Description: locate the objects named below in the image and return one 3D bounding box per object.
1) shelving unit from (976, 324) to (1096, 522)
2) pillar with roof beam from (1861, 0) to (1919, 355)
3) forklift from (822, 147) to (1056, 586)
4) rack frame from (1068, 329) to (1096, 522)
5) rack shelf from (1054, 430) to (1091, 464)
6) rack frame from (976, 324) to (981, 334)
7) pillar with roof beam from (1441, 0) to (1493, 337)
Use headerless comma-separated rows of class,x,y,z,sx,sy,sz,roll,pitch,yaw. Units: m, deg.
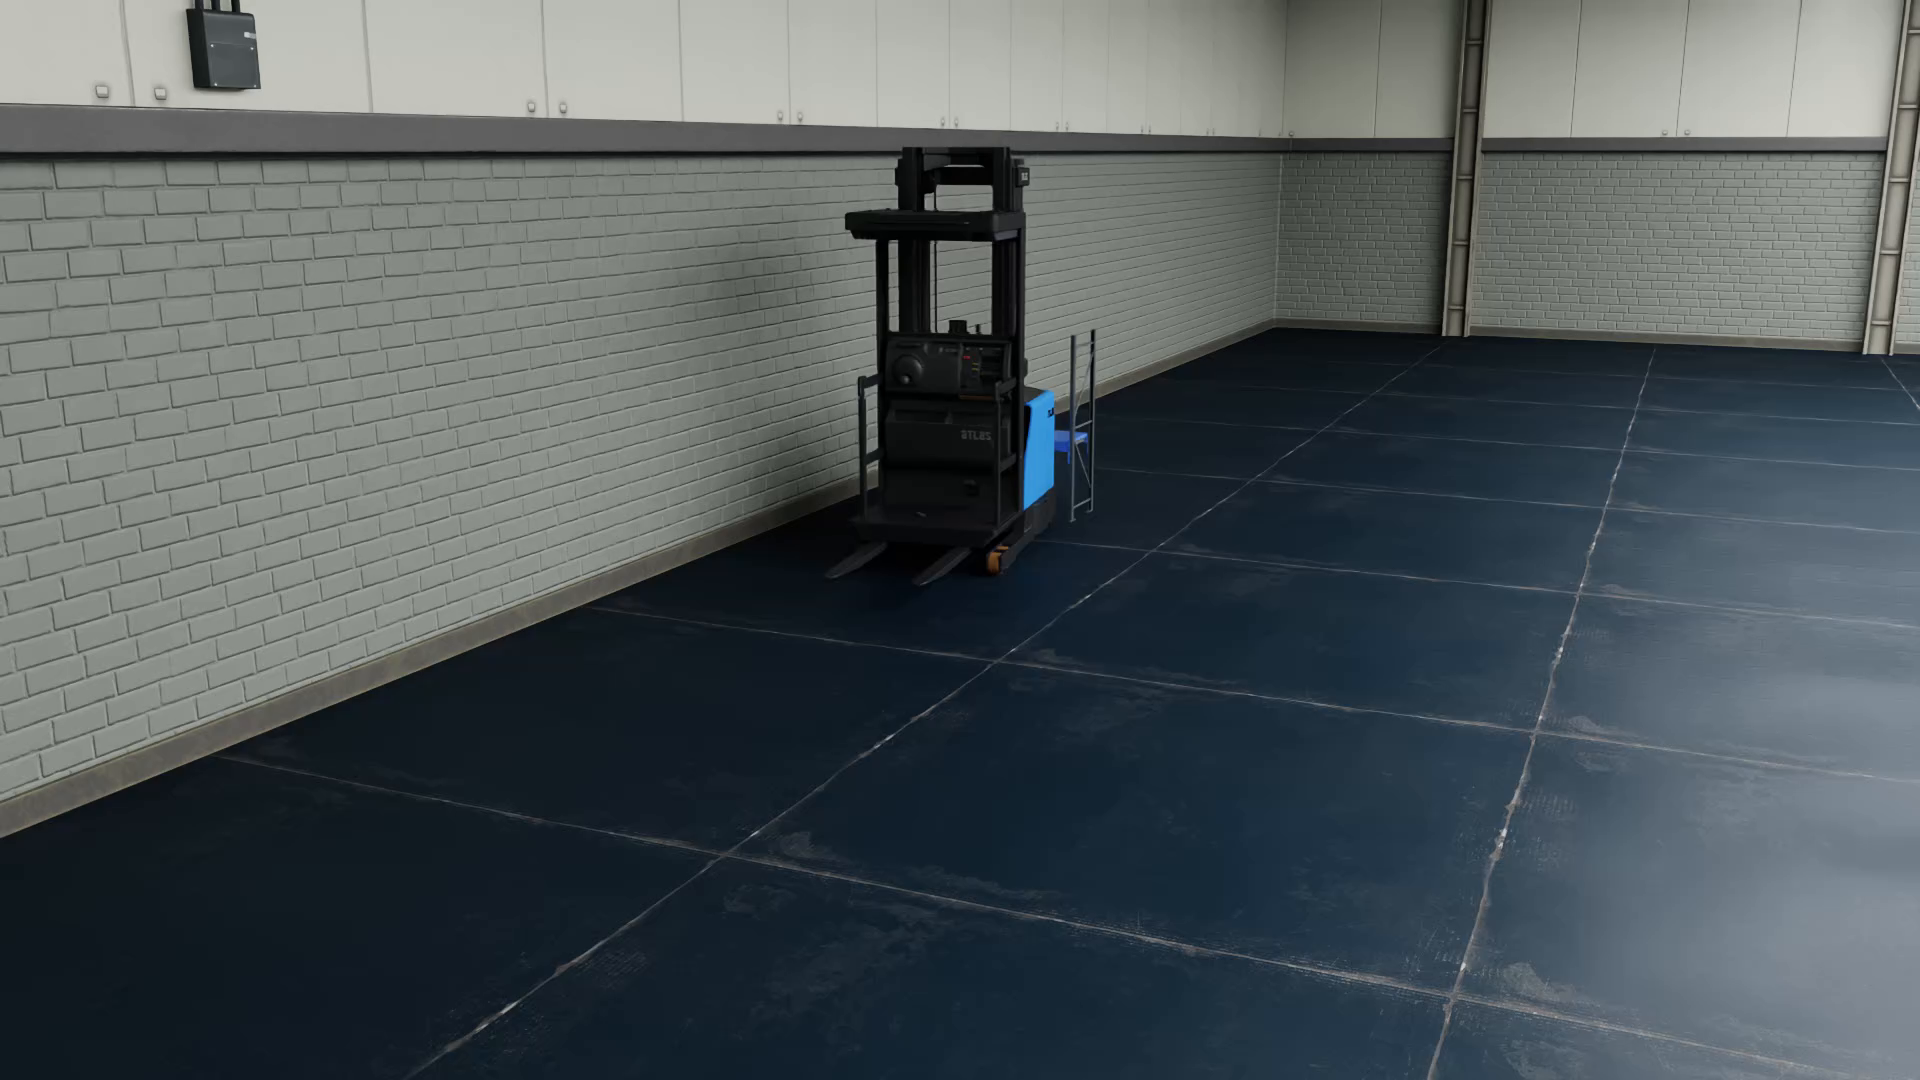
shelving unit,0.523,-0.973,13.620,1.048,1.500,0.538,6,14,24
pillar with roof beam,11.729,-6.223,19.576,0.400,9.000,9.100,6,14,23
forklift,-0.143,-1.277,11.782,1.130,2.935,3.031,4,14,16
rack frame,0.986,-0.926,13.417,0.032,1.500,0.500,6,14,24
rack shelf,0.523,-0.798,13.662,1.000,0.185,0.538,6,14,24
rack frame,0.060,-1.021,13.824,0.032,1.500,0.500,6,14,24
pillar with roof beam,6.243,-6.778,21.942,0.400,9.000,9.100,6,14,23
